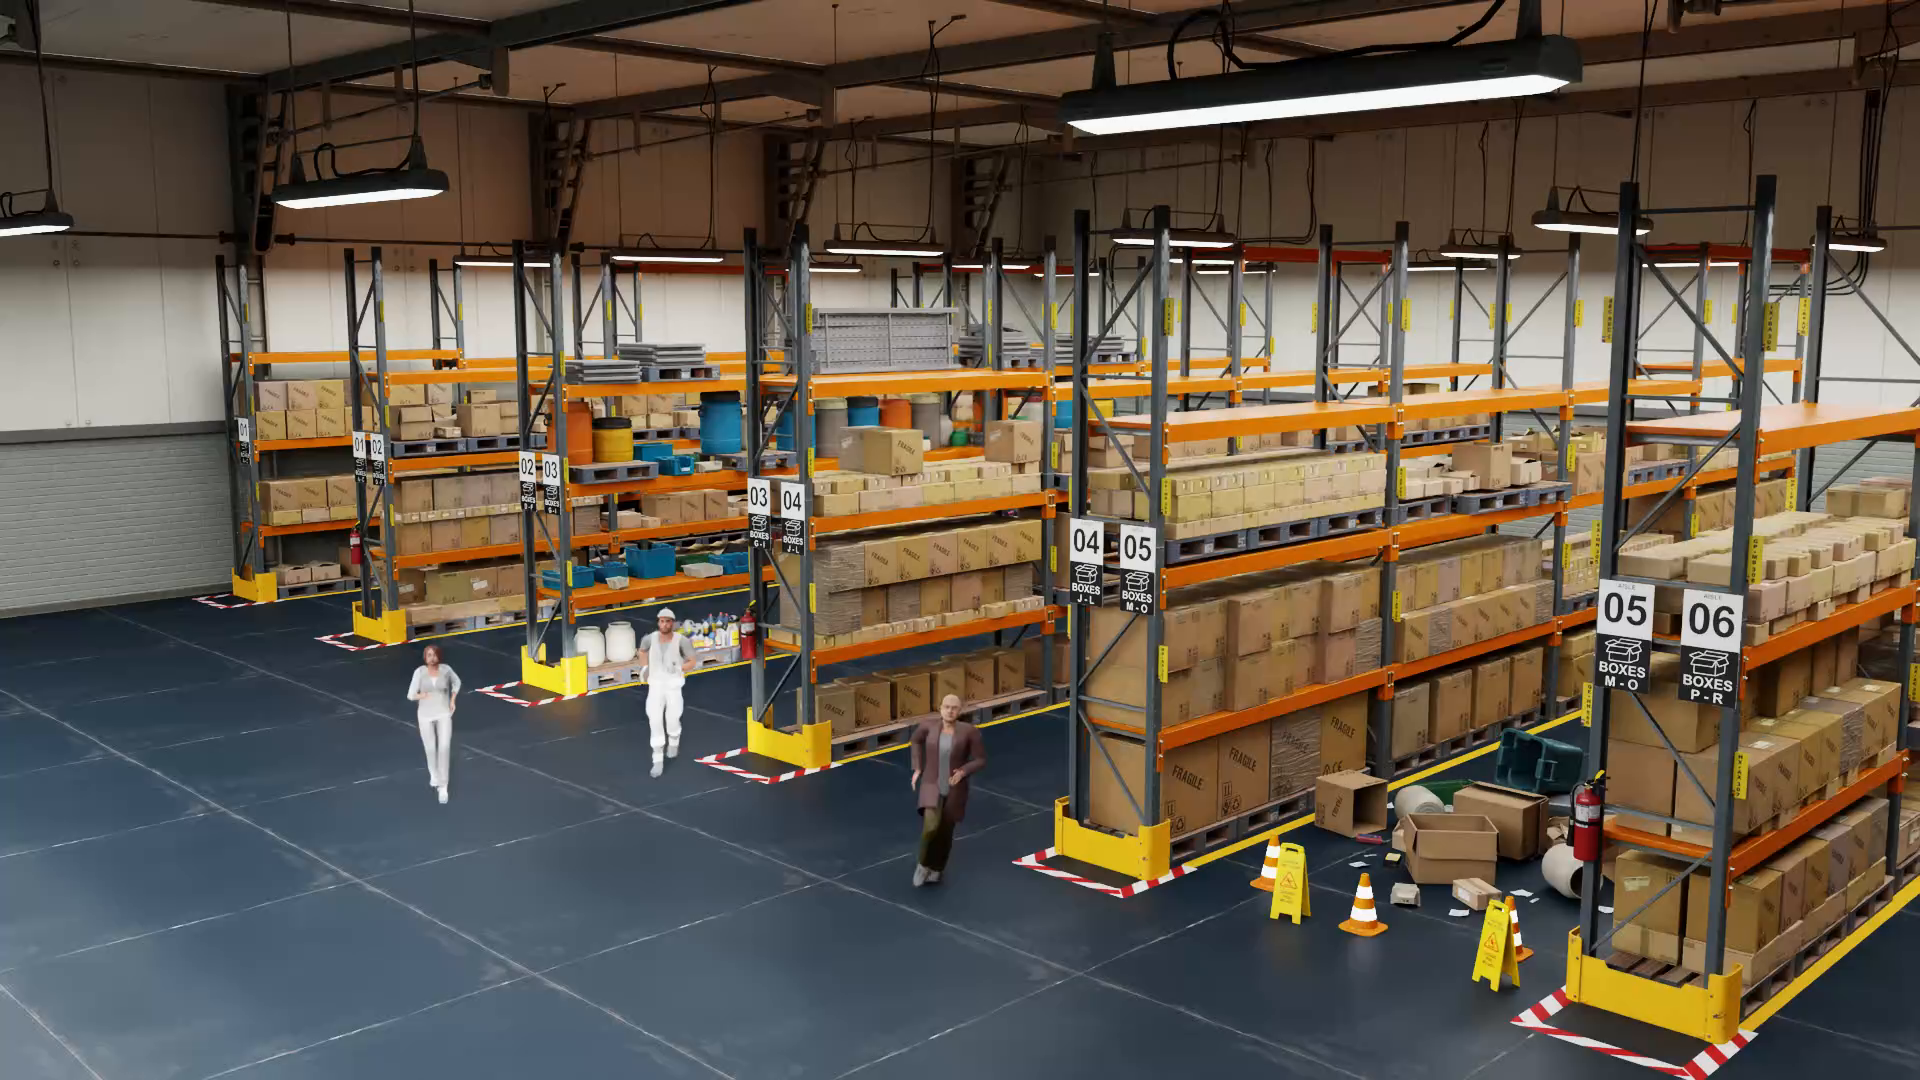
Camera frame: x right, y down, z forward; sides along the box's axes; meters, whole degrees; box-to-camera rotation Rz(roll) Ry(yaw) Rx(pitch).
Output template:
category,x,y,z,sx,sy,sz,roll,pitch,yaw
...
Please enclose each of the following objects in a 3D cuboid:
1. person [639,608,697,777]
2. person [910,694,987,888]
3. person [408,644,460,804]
category,x,y,z,sx,sy,sz,roll,pitch,yaw
person,-3.275,1.649,18.529,0.662,1.790,0.901,0,8,-1
person,-0.114,2.208,14.685,0.696,1.707,0.693,1,8,4
person,-5.520,1.894,17.498,0.523,1.634,0.709,-2,8,-15
